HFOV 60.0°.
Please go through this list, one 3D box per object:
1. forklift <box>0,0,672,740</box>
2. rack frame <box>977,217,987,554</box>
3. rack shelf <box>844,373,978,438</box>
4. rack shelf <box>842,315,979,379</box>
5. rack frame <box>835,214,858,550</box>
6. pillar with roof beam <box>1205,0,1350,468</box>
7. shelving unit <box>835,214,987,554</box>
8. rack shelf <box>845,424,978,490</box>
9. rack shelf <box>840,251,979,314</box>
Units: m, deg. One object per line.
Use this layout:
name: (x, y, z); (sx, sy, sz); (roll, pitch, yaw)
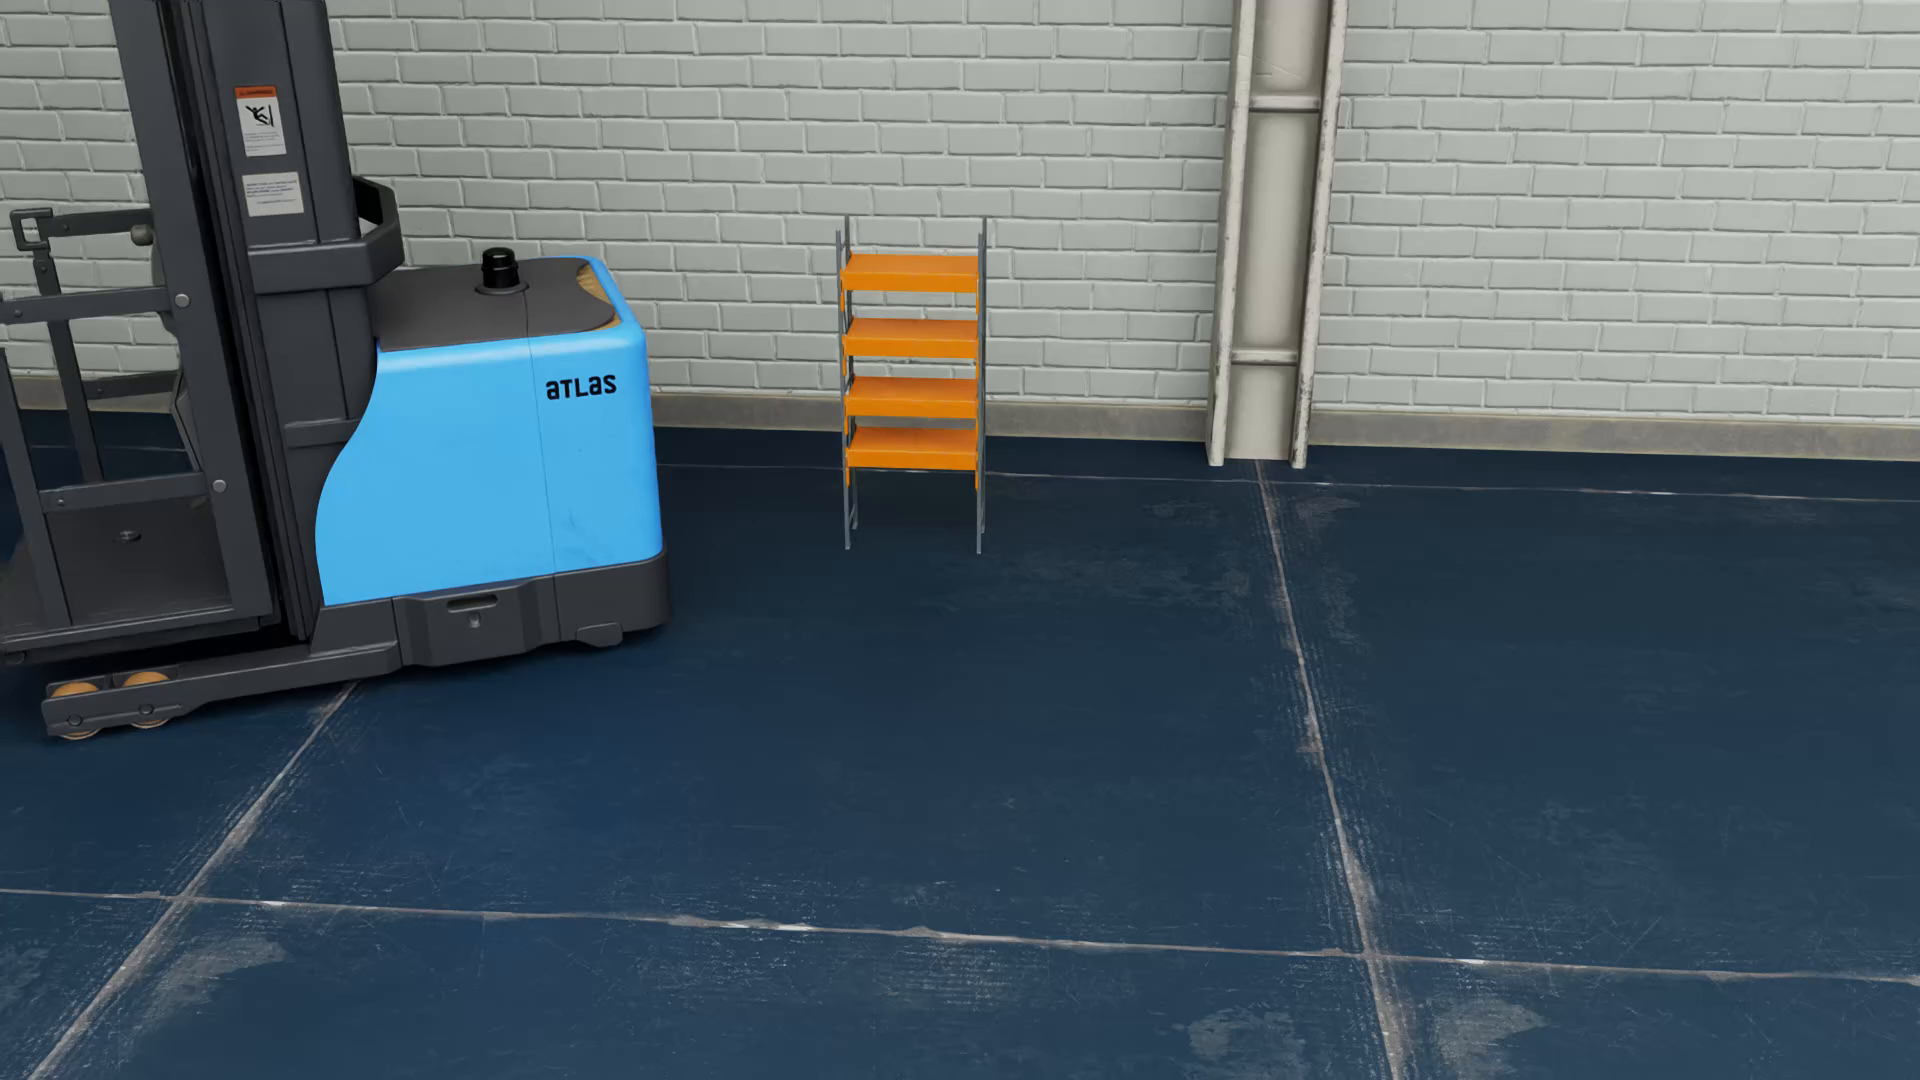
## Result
forklift: (-2.532, -0.986, 4.886); (3.031, 2.935, 1.130); (-8, 26, -18)
rack frame: (0.078, -0.543, 5.994); (0.015, 1.200, 0.240); (2, 25, 4)
rack shelf: (-0.165, -0.489, 6.039); (0.480, 0.148, 0.258); (2, 25, 4)
rack shelf: (-0.165, -0.692, 5.945); (0.480, 0.148, 0.258); (2, 25, 4)
rack frame: (-0.408, -0.558, 6.028); (0.015, 1.200, 0.240); (2, 25, 4)
pillar with roof beam: (0.918, -2.662, 1.269); (0.400, 9.000, 9.100); (2, 25, 4)
shelving unit: (-0.165, -0.550, 6.011); (0.503, 1.200, 0.258); (2, 25, 4)
rack shelf: (-0.165, -0.309, 6.122); (0.480, 0.148, 0.258); (2, 25, 4)
rack shelf: (-0.165, -0.907, 5.846); (0.480, 0.148, 0.258); (2, 25, 4)
